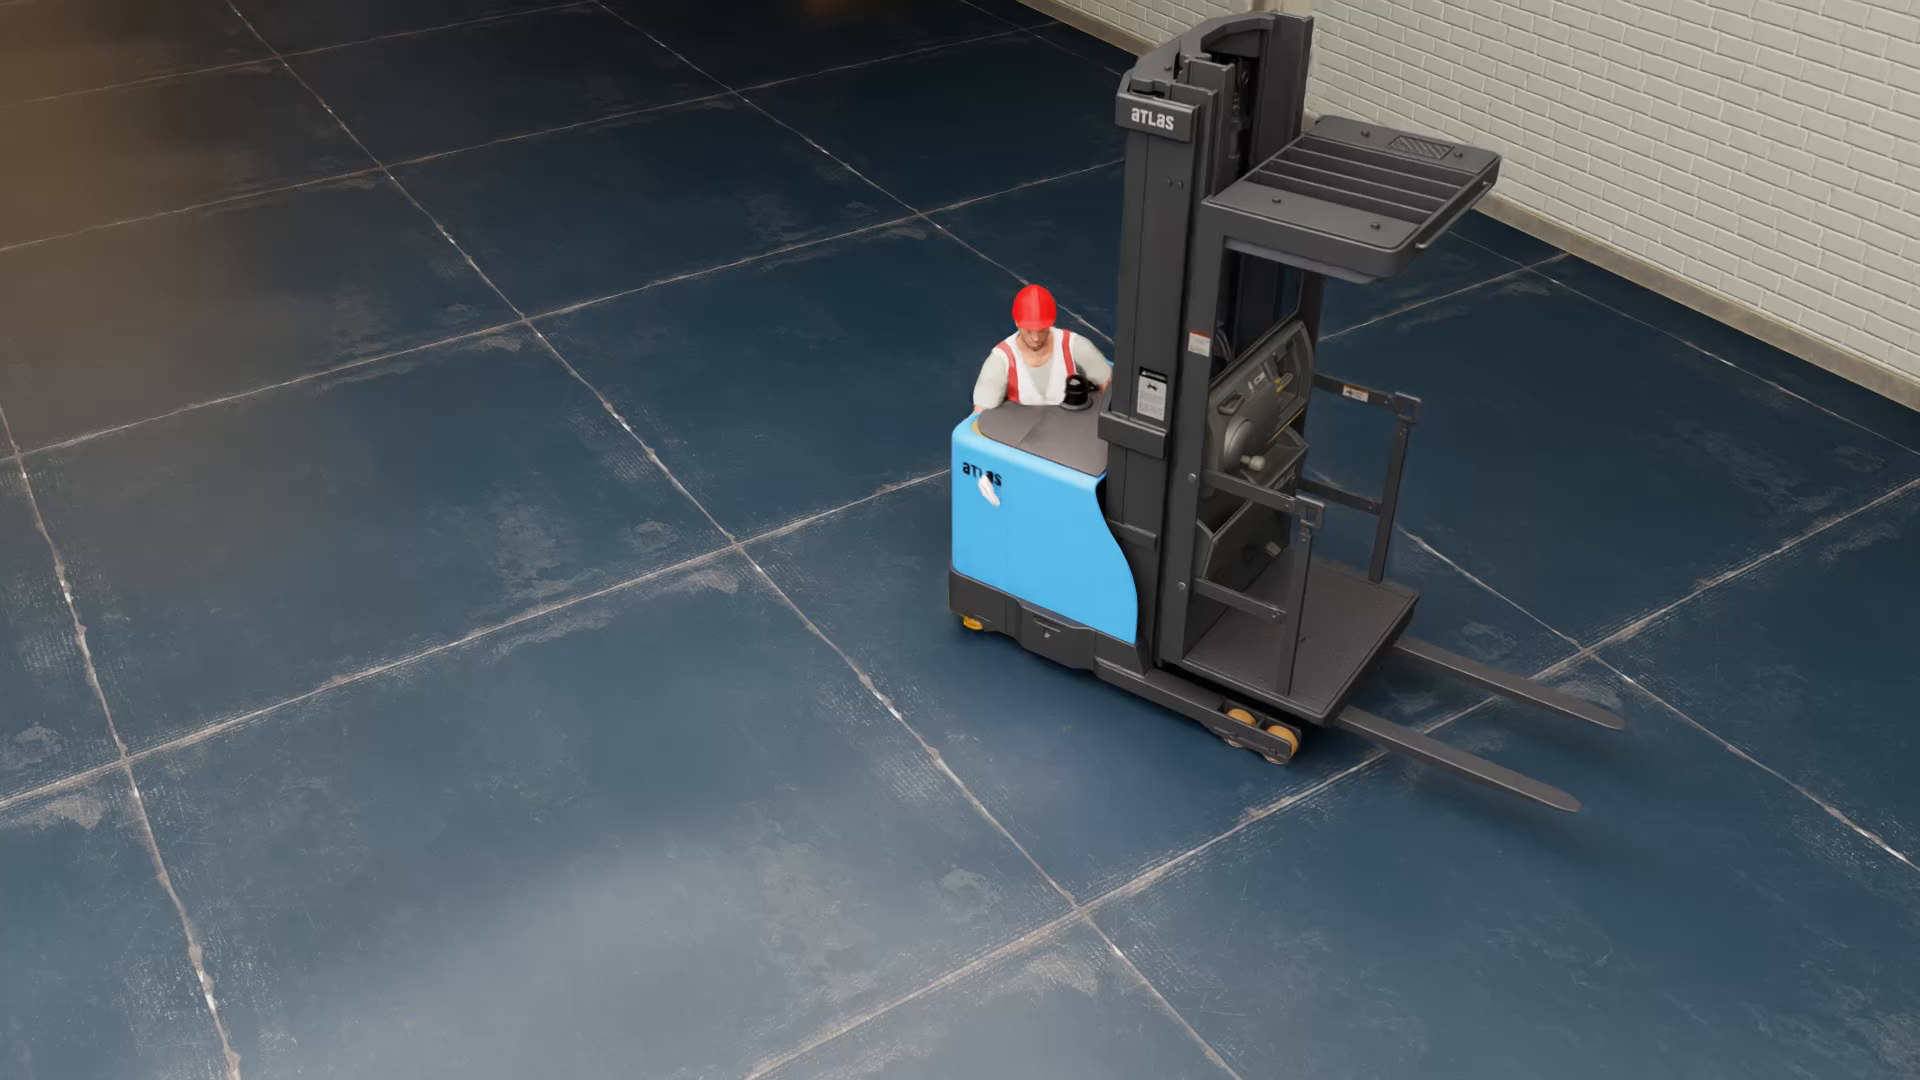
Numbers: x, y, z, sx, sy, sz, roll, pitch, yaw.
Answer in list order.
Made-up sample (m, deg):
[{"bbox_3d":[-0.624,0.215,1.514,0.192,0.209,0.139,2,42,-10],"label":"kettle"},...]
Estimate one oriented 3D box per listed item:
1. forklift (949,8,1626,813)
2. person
[{"bbox_3d":[1.448,-0.566,6.954,3.031,2.935,1.130,22,41,28],"label":"forklift"},{"bbox_3d":[0.407,-0.369,7.792,0.824,1.660,0.665,-1,35,-2],"label":"person"}]
